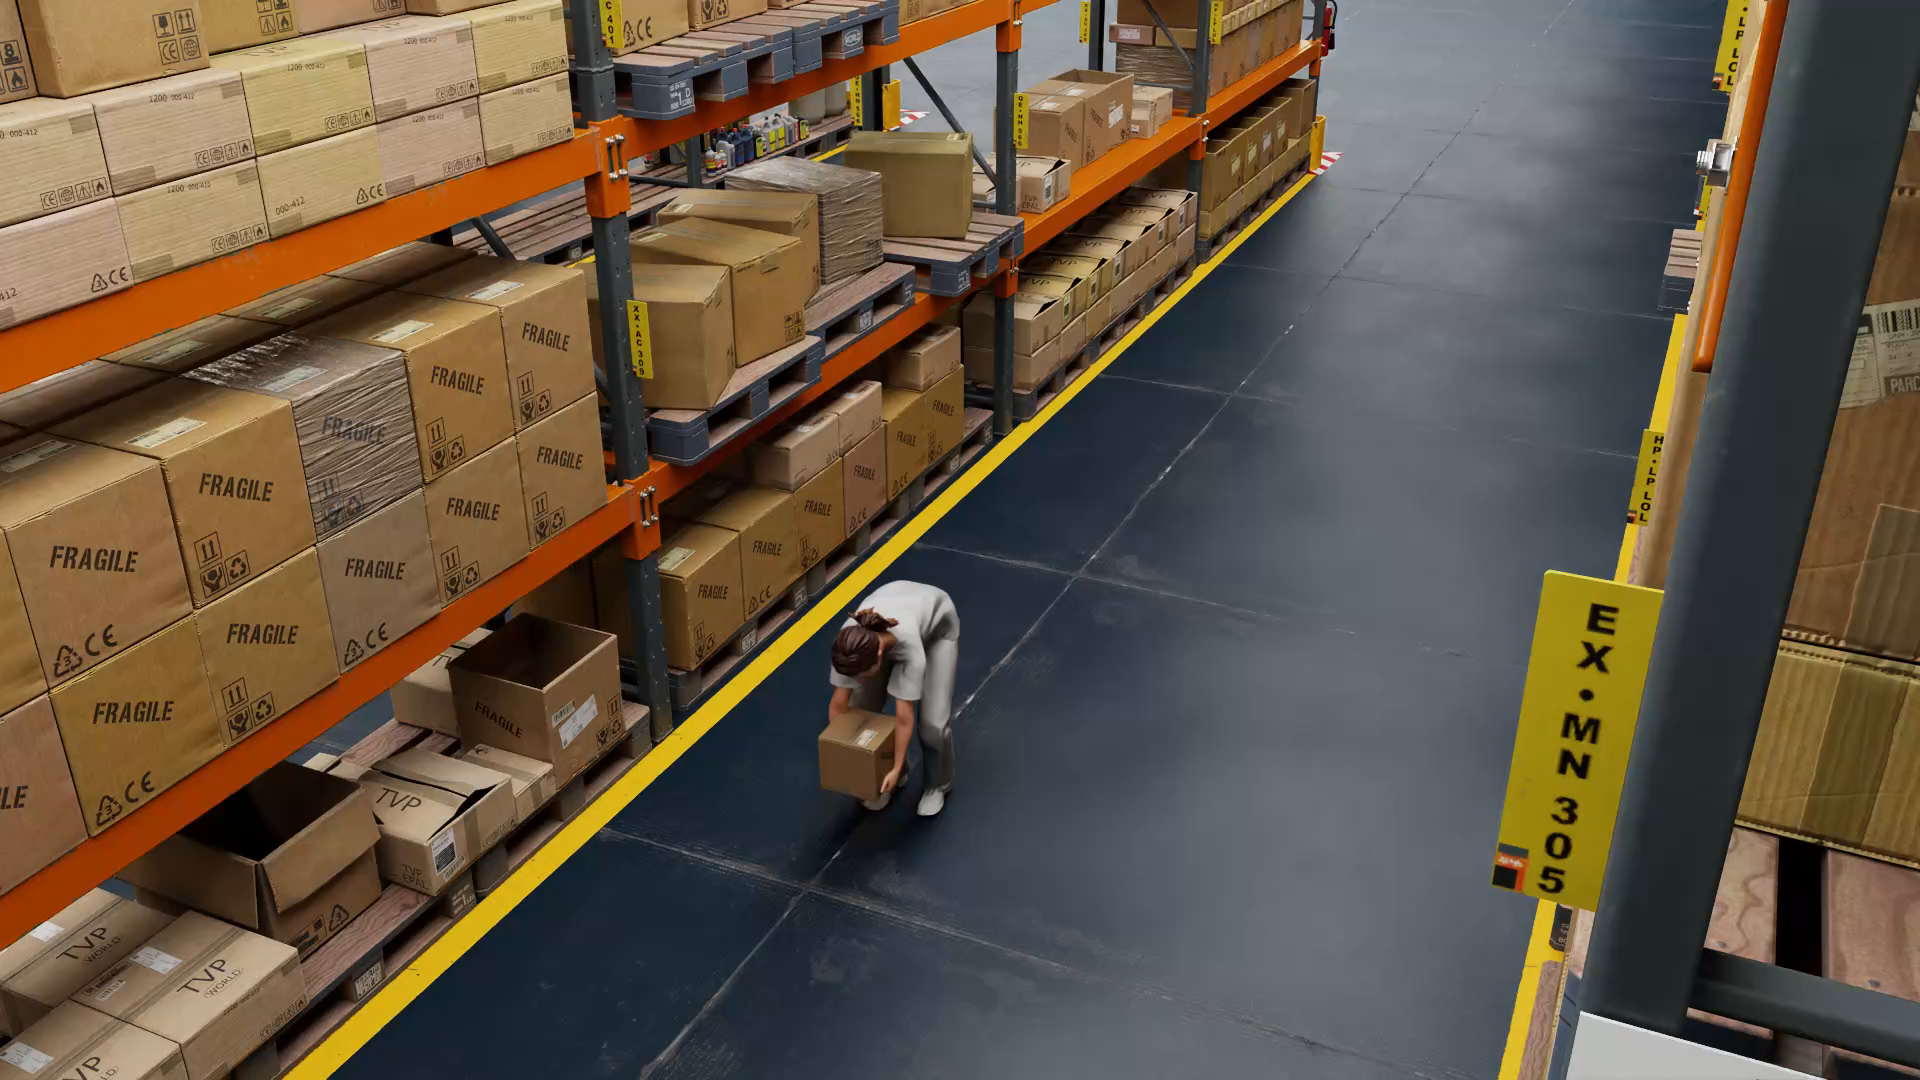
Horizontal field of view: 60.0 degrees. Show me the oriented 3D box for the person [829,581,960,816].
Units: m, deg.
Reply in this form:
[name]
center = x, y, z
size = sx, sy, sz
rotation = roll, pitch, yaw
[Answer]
[person]
center = -0.279, 0.686, 6.864
size = 0.448, 1.110, 0.858
rotation = 10, 28, 20
